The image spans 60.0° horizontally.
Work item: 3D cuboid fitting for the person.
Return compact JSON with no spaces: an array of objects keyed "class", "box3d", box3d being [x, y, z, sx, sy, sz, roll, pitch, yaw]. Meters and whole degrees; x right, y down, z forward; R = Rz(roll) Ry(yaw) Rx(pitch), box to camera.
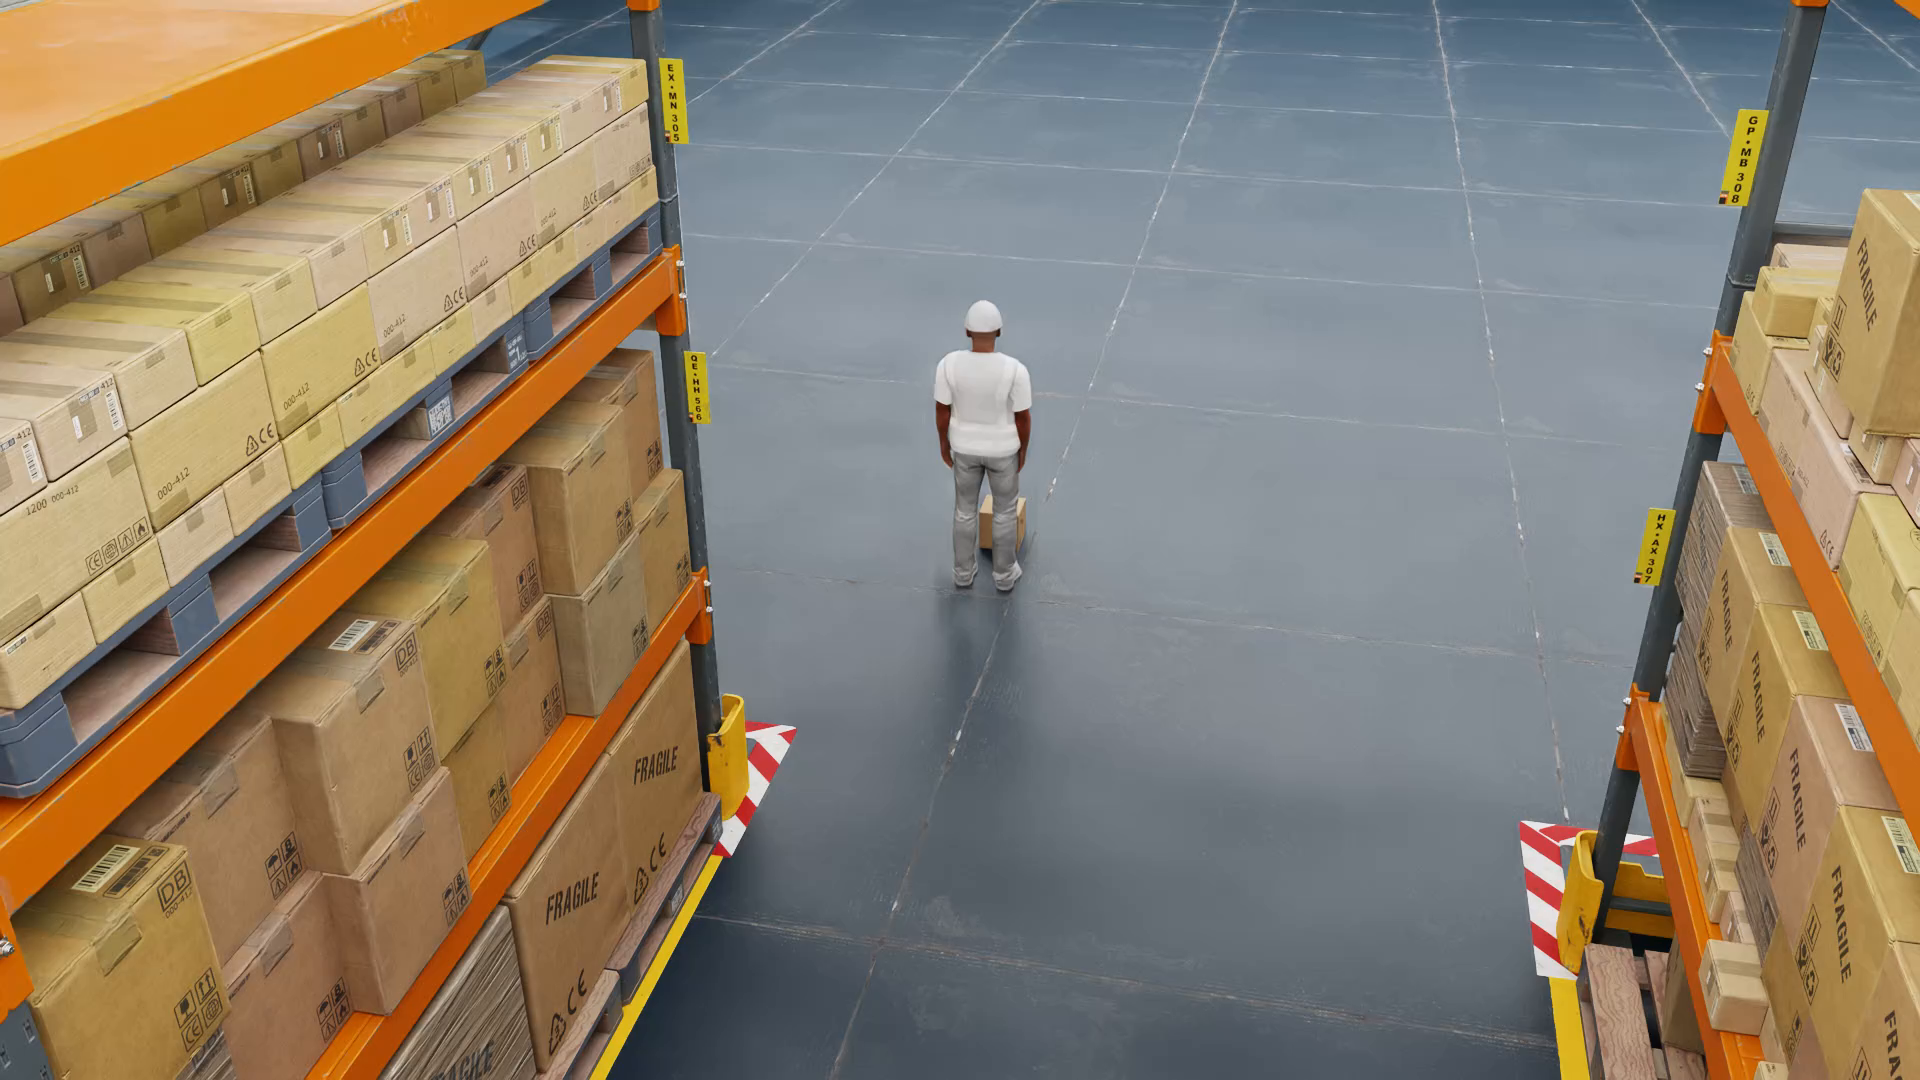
[{"class":"person","box3d":[0.136,-0.540,9.587,0.563,1.762,0.360,7,29,12]}]
